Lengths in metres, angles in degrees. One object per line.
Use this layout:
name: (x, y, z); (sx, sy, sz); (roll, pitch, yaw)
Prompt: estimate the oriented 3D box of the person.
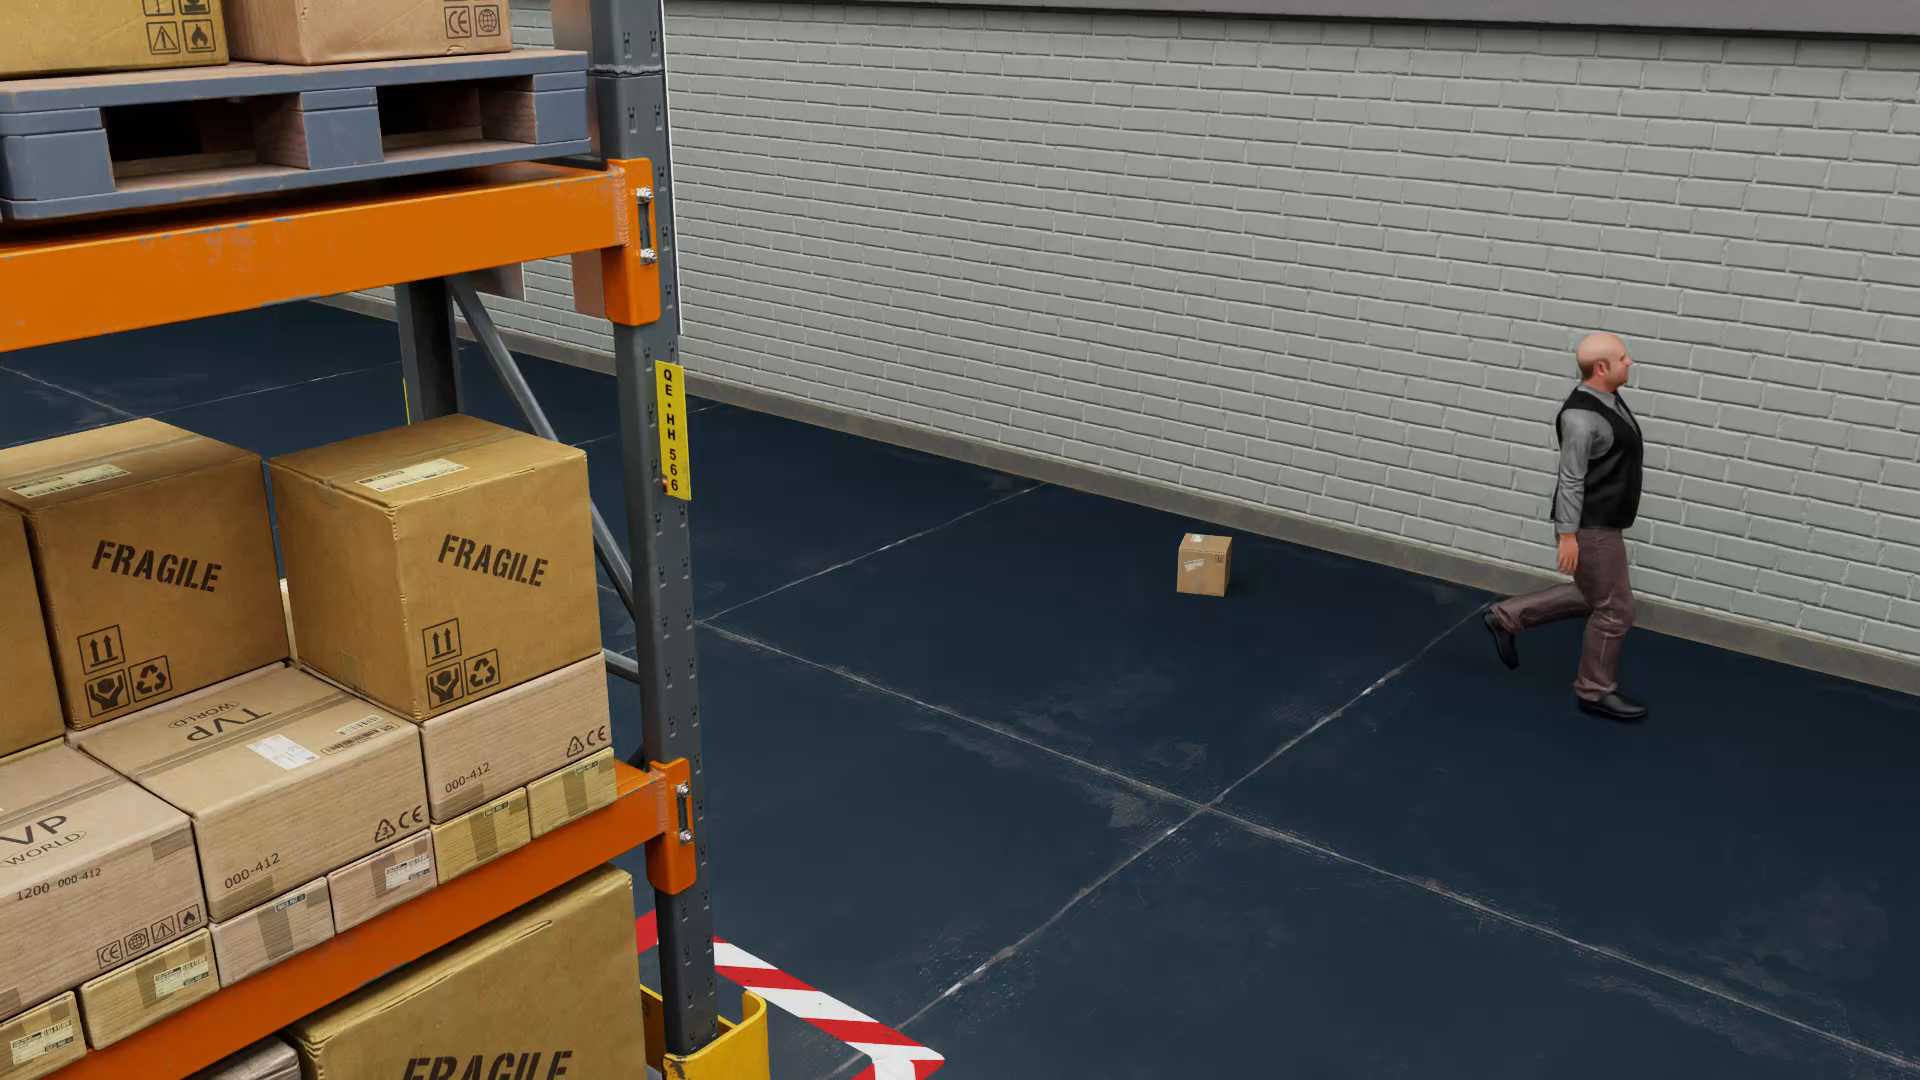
person: (2.738, -0.082, 7.320); (0.784, 1.697, 0.543); (10, 22, 25)
